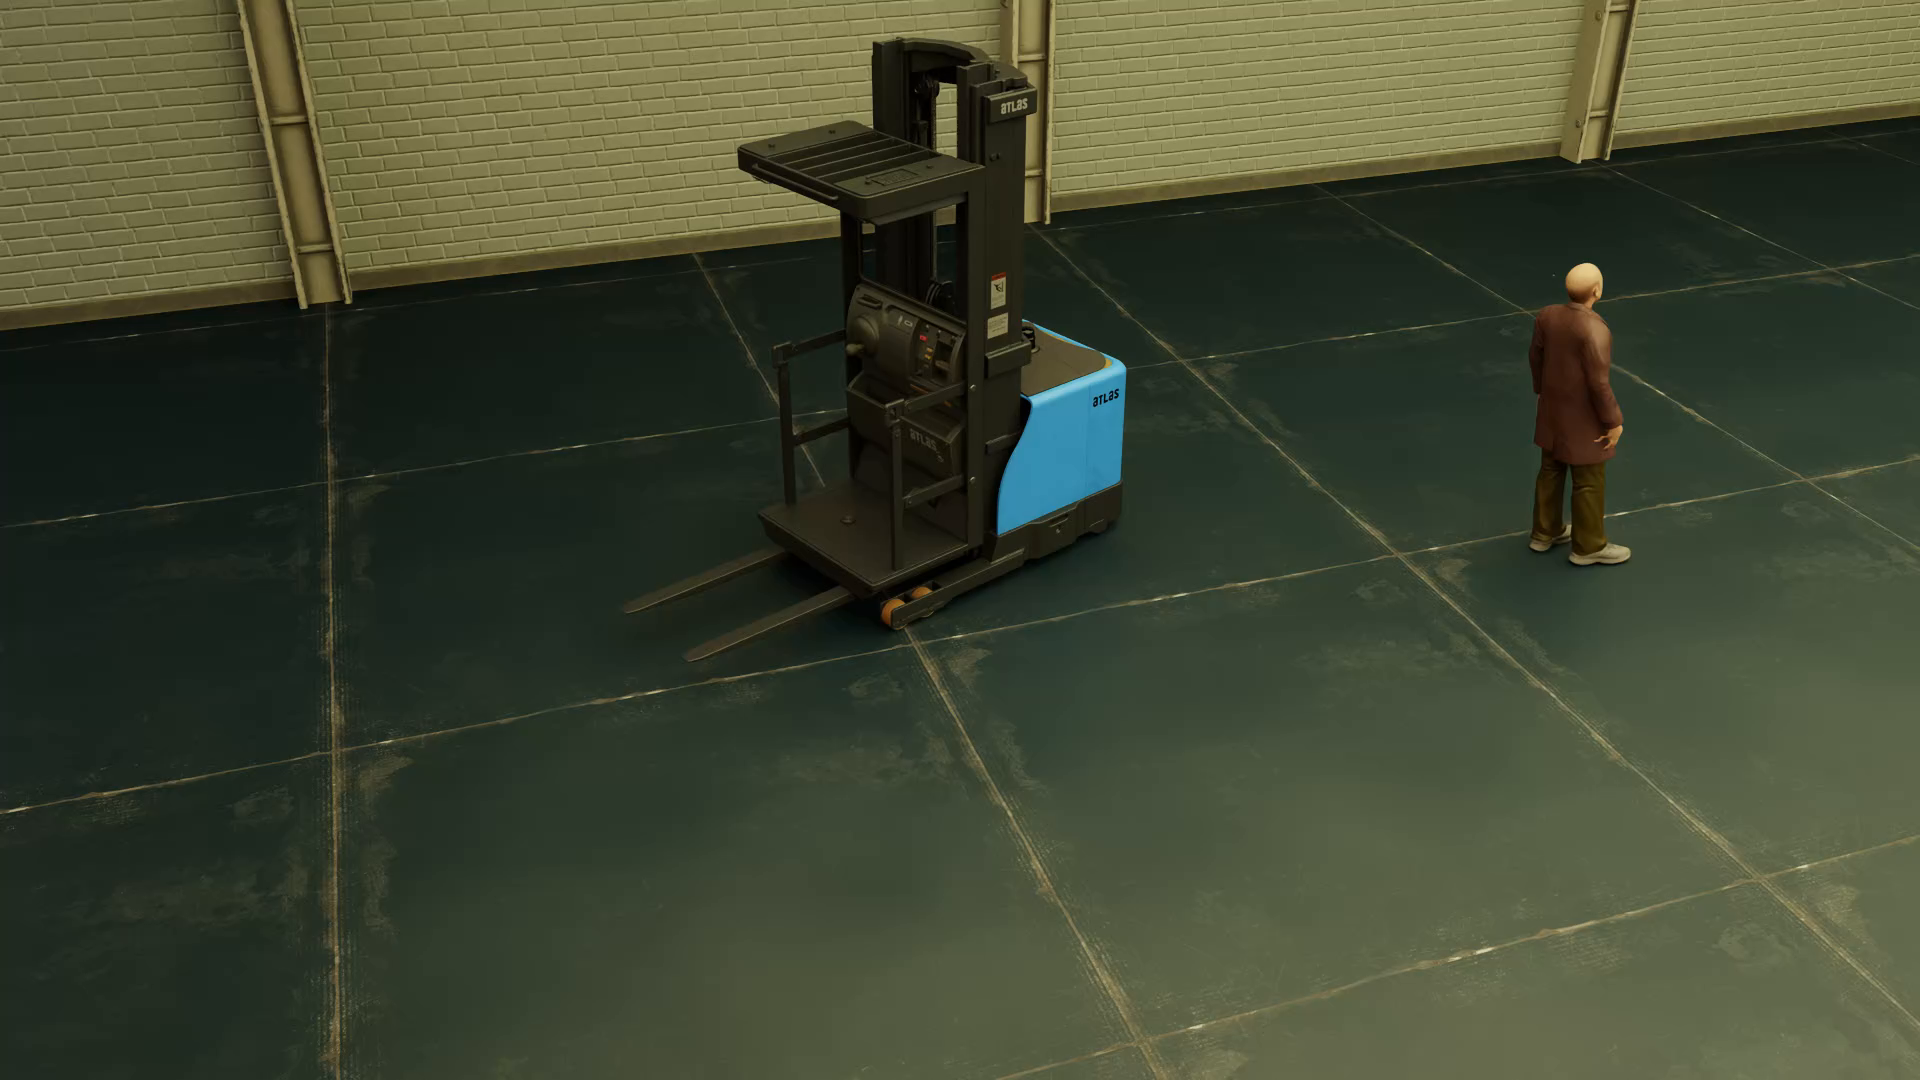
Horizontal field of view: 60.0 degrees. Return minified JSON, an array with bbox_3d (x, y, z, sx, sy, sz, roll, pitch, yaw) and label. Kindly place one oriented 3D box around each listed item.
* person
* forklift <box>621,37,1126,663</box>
[{"bbox_3d":[3.580,-0.741,9.518,0.581,1.776,0.694,-11,32,-19],"label":"person"},{"bbox_3d":[-0.461,-1.072,8.951,3.031,2.935,1.130,-23,37,-34],"label":"forklift"}]
